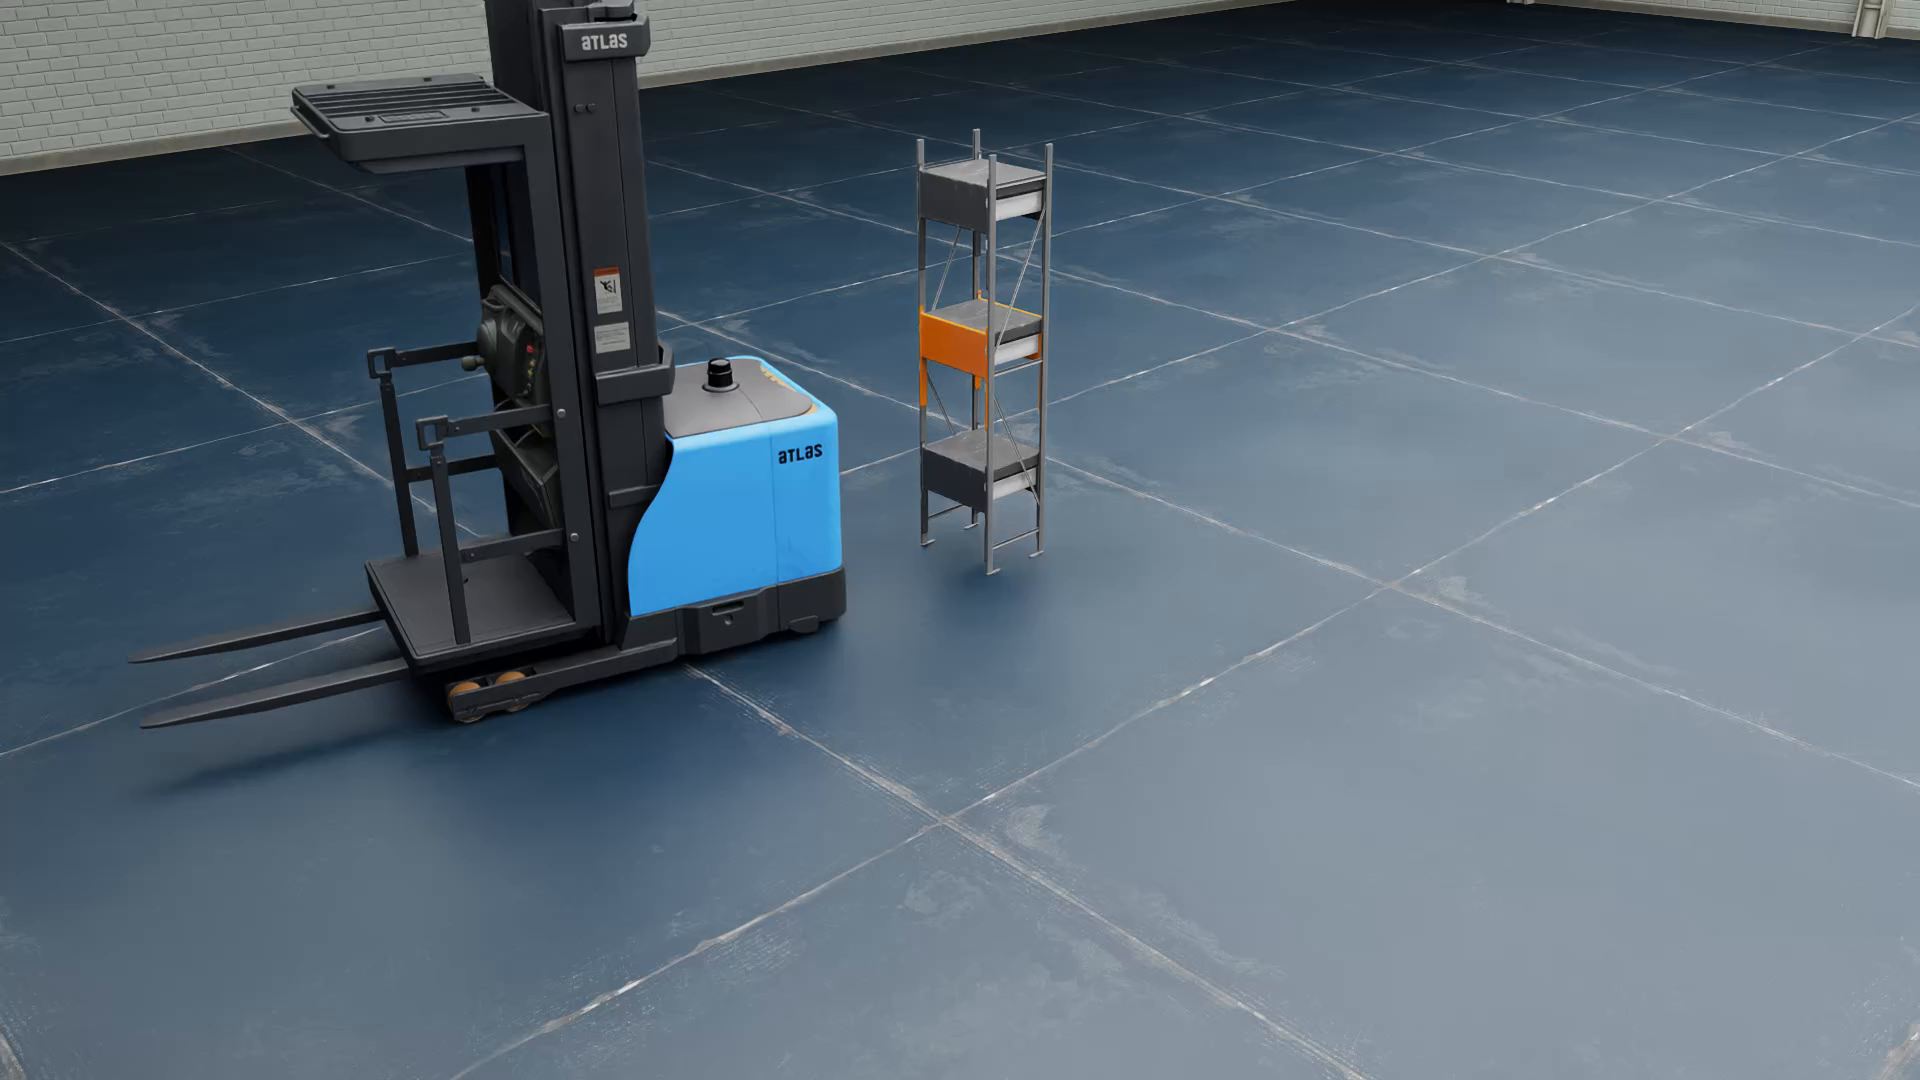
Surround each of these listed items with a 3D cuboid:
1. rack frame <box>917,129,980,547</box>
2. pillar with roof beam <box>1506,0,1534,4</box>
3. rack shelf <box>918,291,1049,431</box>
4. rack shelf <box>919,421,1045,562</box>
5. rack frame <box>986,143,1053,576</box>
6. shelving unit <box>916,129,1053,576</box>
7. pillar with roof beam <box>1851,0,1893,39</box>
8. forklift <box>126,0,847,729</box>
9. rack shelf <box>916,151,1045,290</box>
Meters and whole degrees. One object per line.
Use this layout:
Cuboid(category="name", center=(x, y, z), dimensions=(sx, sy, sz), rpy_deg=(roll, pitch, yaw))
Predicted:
Cuboid(category="rack frame", center=(-0.054, -0.979, 8.366), dimensions=(0.400, 2.100, 0.015), rpy_deg=(-21, 32, -38))
Cuboid(category="pillar with roof beam", center=(6.974, -12.572, 25.467), dimensions=(9.100, 9.000, 0.400), rpy_deg=(-21, 32, -38))
Cuboid(category="rack shelf", center=(0.113, -0.893, 8.210), dimensions=(0.431, 0.518, 0.480), rpy_deg=(-21, 32, -38))
Cuboid(category="rack shelf", center=(0.113, -0.256, 8.500), dimensions=(0.431, 0.518, 0.480), rpy_deg=(-21, 32, -38))
Cuboid(category="rack frame", center=(0.280, -0.831, 8.042), dimensions=(0.400, 2.100, 0.015), rpy_deg=(-21, 32, -38))
Cuboid(category="shelving unit", center=(0.113, -0.905, 8.204), dimensions=(0.431, 2.100, 0.503), rpy_deg=(-21, 32, -38))
Cuboid(category="pillar with roof beam", center=(11.075, -10.755, 21.482), dimensions=(9.100, 9.000, 0.400), rpy_deg=(-21, 32, -38))
Cuboid(category="forklift", center=(-2.079, -0.810, 6.995), dimensions=(3.031, 2.935, 1.130), rpy_deg=(-13, 27, -26))
Cuboid(category="rack shelf", center=(0.113, -1.530, 7.919), dimensions=(0.431, 0.518, 0.480), rpy_deg=(-21, 32, -38))
